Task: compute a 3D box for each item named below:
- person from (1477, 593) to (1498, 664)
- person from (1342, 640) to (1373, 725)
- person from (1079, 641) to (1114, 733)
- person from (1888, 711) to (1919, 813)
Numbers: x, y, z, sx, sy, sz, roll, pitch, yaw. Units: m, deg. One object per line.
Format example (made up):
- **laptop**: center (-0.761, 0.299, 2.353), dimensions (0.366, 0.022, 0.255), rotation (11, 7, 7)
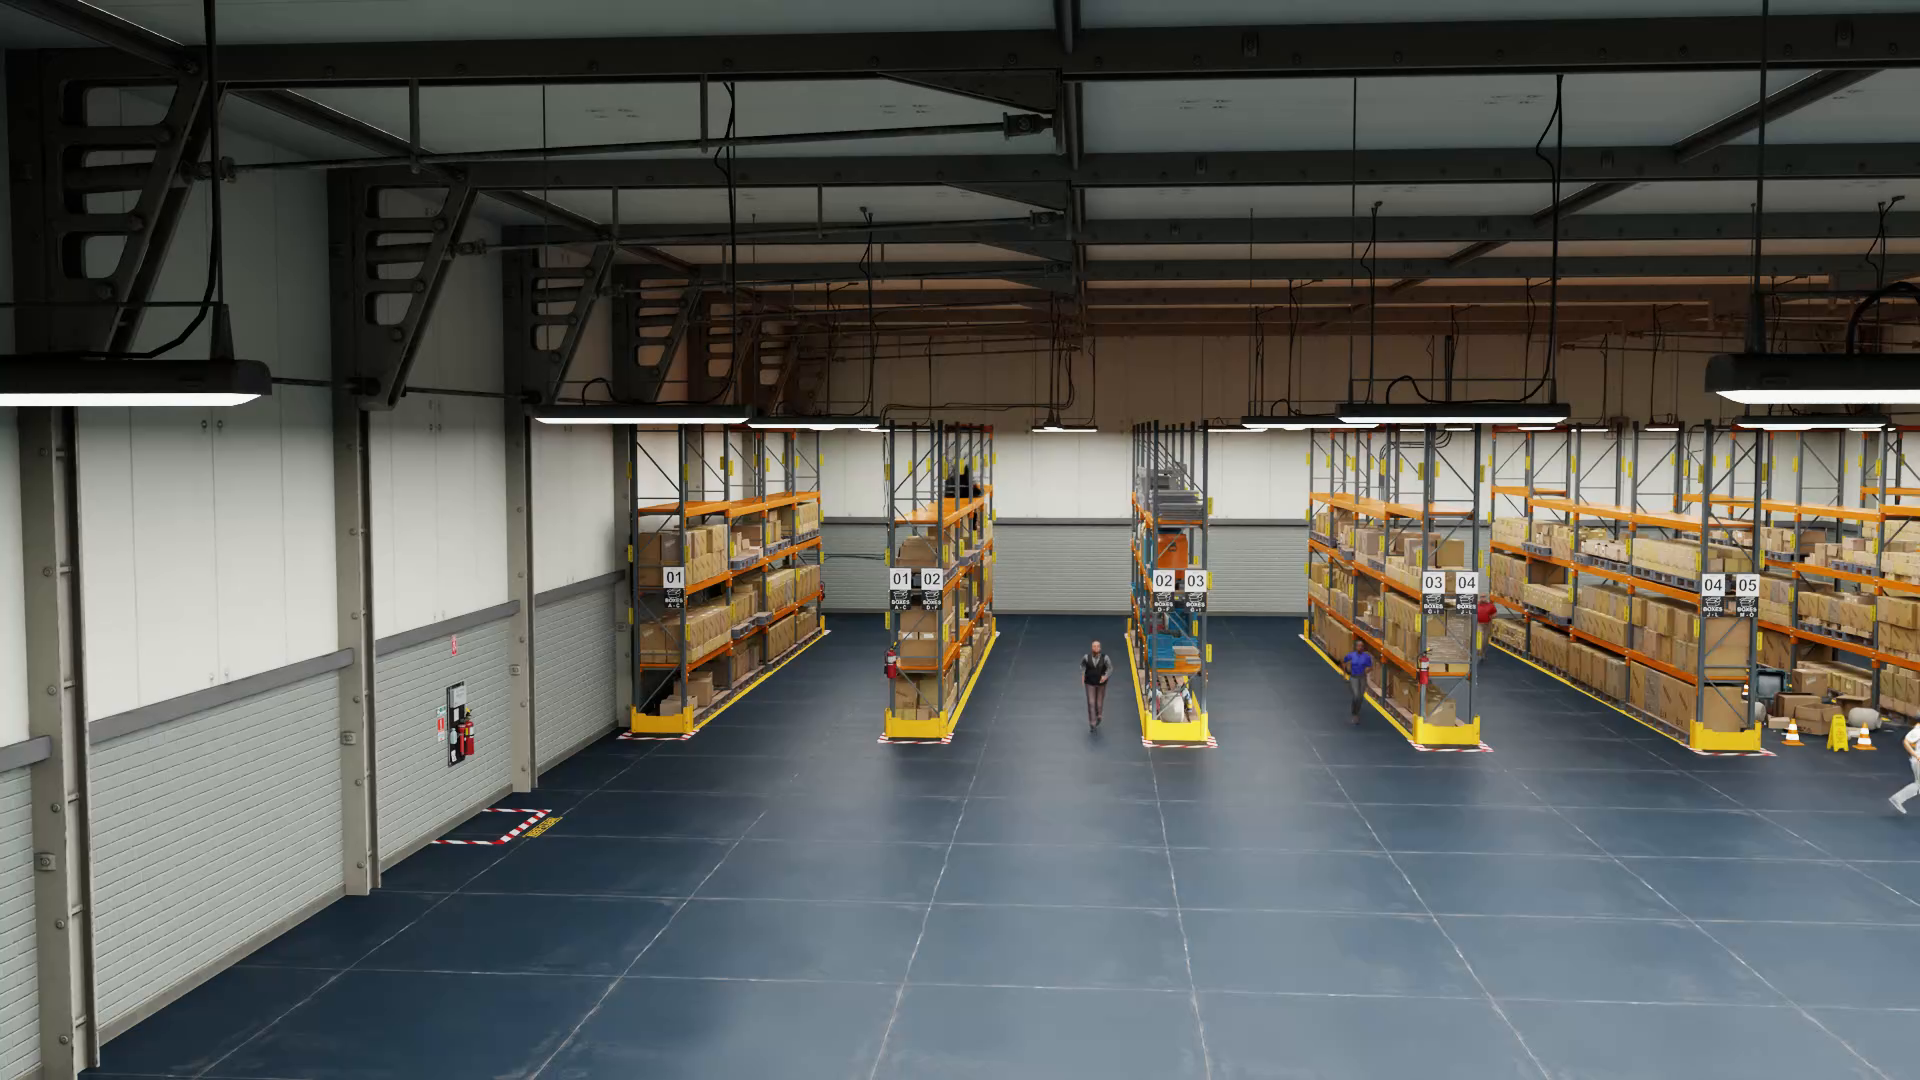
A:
- **person**: center (13.186, 2.223, 41.865), dimensions (0.651, 1.788, 0.815), rotation (1, 4, 9)
- **person**: center (7.879, 2.821, 32.920), dimensions (0.537, 1.690, 0.803), rotation (0, 4, -3)
- **person**: center (2.635, 2.817, 32.203), dimensions (0.670, 1.723, 0.938), rotation (0, 4, 3)
- **person**: center (14.249, 3.317, 24.559), dimensions (0.923, 1.654, 0.607), rotation (3, 5, 40)
